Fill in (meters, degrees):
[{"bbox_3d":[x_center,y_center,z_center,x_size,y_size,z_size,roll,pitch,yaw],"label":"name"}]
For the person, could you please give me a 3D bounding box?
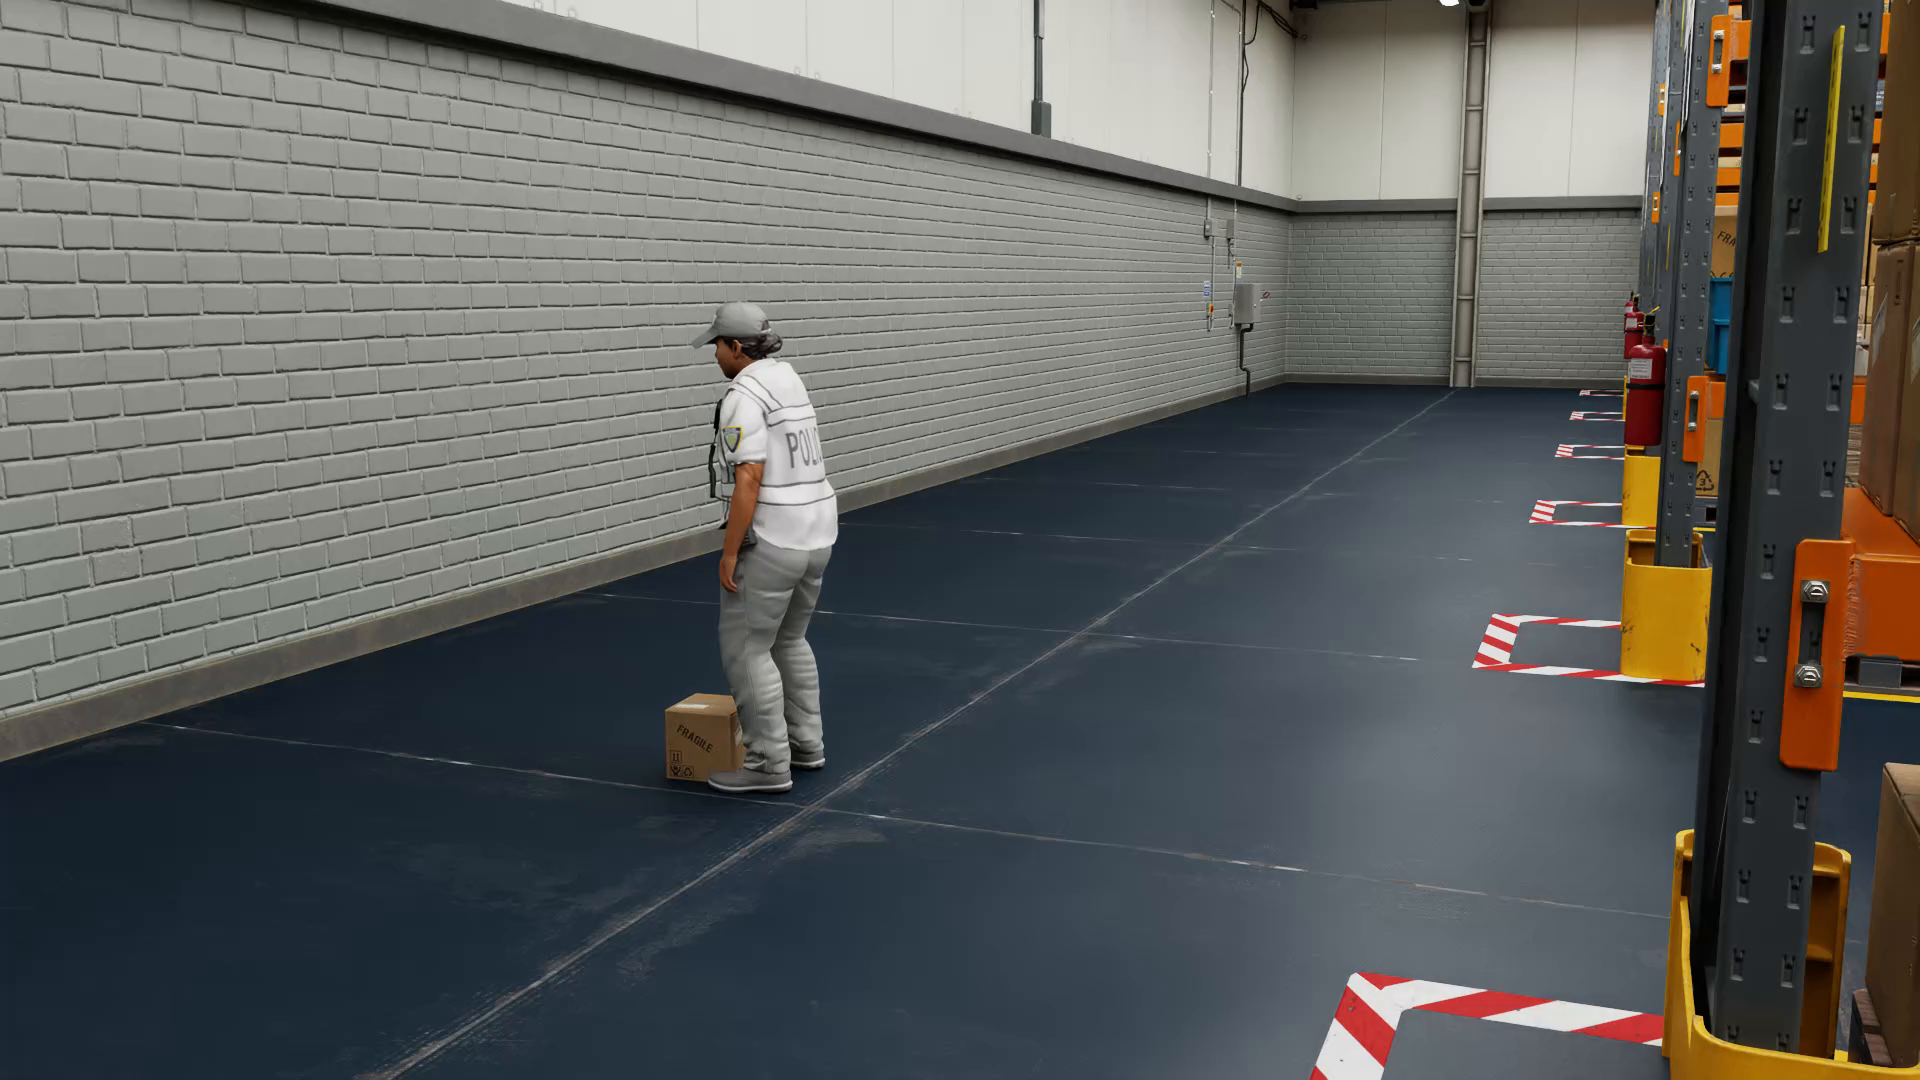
[{"bbox_3d":[-0.675,0.017,5.728,0.473,1.666,0.548,3,9,20],"label":"person"}]
